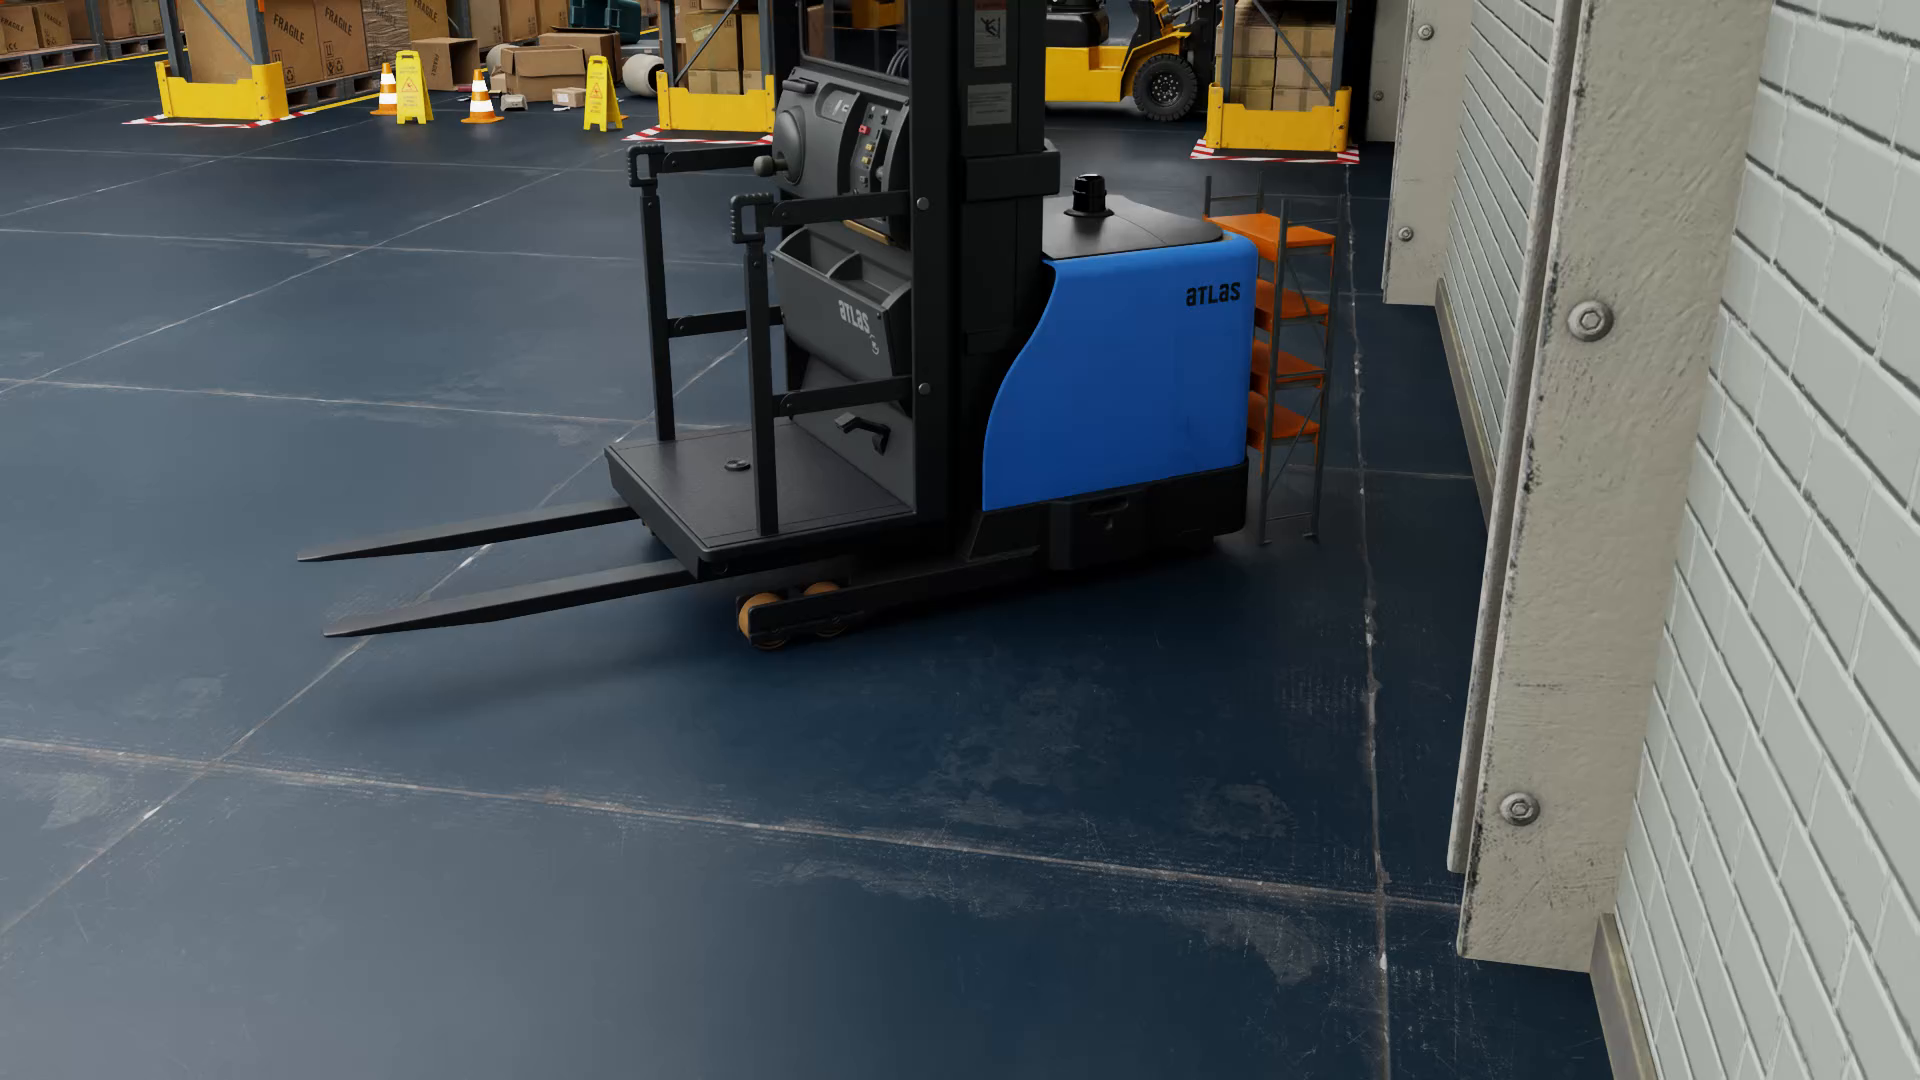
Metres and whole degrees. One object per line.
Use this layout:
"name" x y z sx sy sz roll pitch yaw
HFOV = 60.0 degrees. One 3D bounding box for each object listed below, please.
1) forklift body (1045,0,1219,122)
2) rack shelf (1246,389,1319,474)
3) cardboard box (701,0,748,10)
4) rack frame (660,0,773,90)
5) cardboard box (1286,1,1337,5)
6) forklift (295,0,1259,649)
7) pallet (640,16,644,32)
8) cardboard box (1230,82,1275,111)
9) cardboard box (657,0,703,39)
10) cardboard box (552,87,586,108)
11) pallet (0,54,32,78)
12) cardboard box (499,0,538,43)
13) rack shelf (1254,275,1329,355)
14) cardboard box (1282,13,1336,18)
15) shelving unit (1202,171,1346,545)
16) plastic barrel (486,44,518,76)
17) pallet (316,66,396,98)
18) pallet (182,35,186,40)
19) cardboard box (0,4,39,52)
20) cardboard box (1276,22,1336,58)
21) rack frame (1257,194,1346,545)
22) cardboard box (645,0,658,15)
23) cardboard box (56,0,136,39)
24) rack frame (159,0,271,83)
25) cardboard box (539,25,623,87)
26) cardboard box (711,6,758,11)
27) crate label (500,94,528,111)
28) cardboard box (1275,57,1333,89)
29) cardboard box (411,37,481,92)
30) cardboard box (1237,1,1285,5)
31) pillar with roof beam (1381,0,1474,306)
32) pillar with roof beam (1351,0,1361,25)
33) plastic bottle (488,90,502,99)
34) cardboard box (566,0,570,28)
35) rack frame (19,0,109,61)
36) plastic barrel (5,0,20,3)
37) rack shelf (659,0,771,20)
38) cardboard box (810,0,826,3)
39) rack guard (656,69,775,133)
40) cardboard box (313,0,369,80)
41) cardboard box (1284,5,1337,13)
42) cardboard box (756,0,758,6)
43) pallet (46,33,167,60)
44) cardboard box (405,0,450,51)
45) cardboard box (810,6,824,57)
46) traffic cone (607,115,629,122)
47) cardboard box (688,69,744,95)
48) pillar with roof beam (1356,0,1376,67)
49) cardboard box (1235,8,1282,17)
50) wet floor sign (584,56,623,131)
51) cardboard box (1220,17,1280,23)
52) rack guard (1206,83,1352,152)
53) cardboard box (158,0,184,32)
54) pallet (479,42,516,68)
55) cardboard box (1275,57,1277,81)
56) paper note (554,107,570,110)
"forklift body" 1.298 -5.190 15.860 2.313 2.155 1.214 4 22 11
"rack shelf" 1.059 -0.396 5.942 0.258 0.148 0.480 -9 24 -21
"cardboard box" -2.246 -5.148 15.867 0.380 0.149 0.250 5 22 12
"rack frame" -2.163 -5.128 14.570 1.000 3.000 0.127 4 22 11
"cardboard box" 3.602 -5.402 17.031 0.500 0.250 0.500 5 22 12
"forklift" -0.558 -1.254 5.044 3.031 2.935 1.130 -11 24 -25
"pallet" -5.236 -7.386 23.910 1.003 0.211 1.213 4 22 11
"cardboard box" 2.483 -3.866 14.556 0.500 0.250 0.500 5 22 11
"cardboard box" -3.096 -5.907 18.838 0.500 0.500 0.500 4 22 11
"cardboard box" -3.873 -4.438 16.675 0.380 0.149 0.250 18 28 38
"pallet" -11.398 -5.357 18.872 1.003 0.211 1.213 4 22 11
"cardboard box" -5.974 -6.669 20.846 1.050 0.750 0.750 4 22 11
"rack shelf" 1.059 -0.788 5.784 0.258 0.148 0.480 -9 24 -21
"cardboard box" 3.191 -4.660 15.190 0.500 0.250 0.500 4 22 11
"shelving unit" 1.059 -0.642 5.843 0.258 1.200 0.503 -9 24 -21
"plastic barrel" -4.943 -5.204 18.209 0.421 0.421 0.512 -16 27 -35
"pallet" -6.692 -4.918 17.782 1.003 0.211 1.213 4 22 11
"pallet" -10.393 -7.230 23.522 1.003 0.211 1.213 4 22 11
"cardboard box" -11.279 -6.028 19.590 0.500 0.500 0.500 12 25 28
"cardboard box" 2.980 -4.295 14.283 0.500 0.250 0.500 4 22 10
"rack frame" 1.153 -0.558 5.634 0.240 1.200 0.015 -9 24 -21
"cardboard box" -4.804 -8.041 24.587 0.500 0.500 0.500 4 22 10
"cardboard box" -10.902 -6.613 21.017 0.700 0.500 0.500 3 22 7
"rack frame" -7.030 -5.468 15.415 1.000 3.000 0.127 4 22 11
"cardboard box" -4.100 -5.211 17.936 0.797 0.637 0.503 4 22 11
"cardboard box" -2.152 -4.899 16.117 0.500 0.500 0.500 5 23 13
"crate label" -4.395 -4.308 16.367 0.250 0.136 0.298 -7 23 -17
"cardboard box" 2.996 -4.058 14.364 0.500 0.250 0.500 5 22 12
"cardboard box" -5.526 -5.127 17.910 0.500 0.500 0.500 8 23 20
"cardboard box" 2.993 -5.257 16.673 0.500 0.250 0.500 4 22 11
"pillar with roof beam" -1.717 -5.853 8.341 9.100 9.000 0.400 4 22 11
"pillar with roof beam" 1.955 -12.436 24.687 9.100 9.000 0.400 4 22 11
"plastic bottle" -4.833 -4.634 17.278 0.133 0.061 0.283 -3 22 -8
"cardboard box" -5.610 -7.329 22.486 1.050 0.750 0.750 4 22 10
"rack frame" -11.048 -7.346 20.078 1.000 3.000 0.127 4 22 11
"plastic barrel" -14.970 -8.621 26.012 0.421 0.512 0.421 0 22 0
"rack shelf" -1.755 -5.525 16.521 1.077 0.370 4.000 4 22 11
"cardboard box" -1.410 -5.248 16.984 0.500 0.500 0.500 6 23 14
"rack guard" -2.148 -3.996 15.106 1.175 0.500 0.348 4 22 11
"cardboard box" -6.778 -5.252 17.162 0.875 0.875 0.875 4 22 10
"cardboard box" 3.397 -5.032 16.112 0.500 0.250 0.500 5 22 11
"cardboard box" -2.136 -5.336 16.334 0.380 0.149 0.250 5 23 13
"pallet" -10.891 -6.337 21.307 1.003 0.211 1.213 4 22 11
"cardboard box" -6.410 -5.915 18.808 0.875 0.875 0.875 5 22 12
"cardboard box" -1.621 -4.869 16.043 0.500 0.500 0.500 4 22 9
"traffic cone" -3.338 -4.207 15.679 0.336 0.463 0.334 4 22 11
"cardboard box" -2.257 -4.372 15.812 0.500 0.250 0.500 4 22 11
"pillar with roof beam" 0.731 -10.242 19.238 9.100 9.000 0.400 4 22 11
"cardboard box" 2.788 -4.883 15.743 0.500 0.250 0.500 4 22 10
"wet floor sign" -3.249 -4.048 15.040 0.267 0.644 0.232 13 25 29
"cardboard box" 2.584 -4.513 14.825 0.500 0.250 0.500 5 22 12
"rack guard" 2.692 -3.582 14.079 1.175 0.500 0.348 4 22 11
"cardboard box" -10.673 -6.991 21.954 0.700 0.500 0.500 3 22 6
"pallet" -6.130 -5.925 20.284 1.003 0.211 1.213 4 22 11
"cardboard box" 2.603 -4.286 14.931 0.500 0.250 0.500 4 22 10
"paper note" -3.919 -4.248 16.360 0.148 0.019 0.142 -3 22 -8
